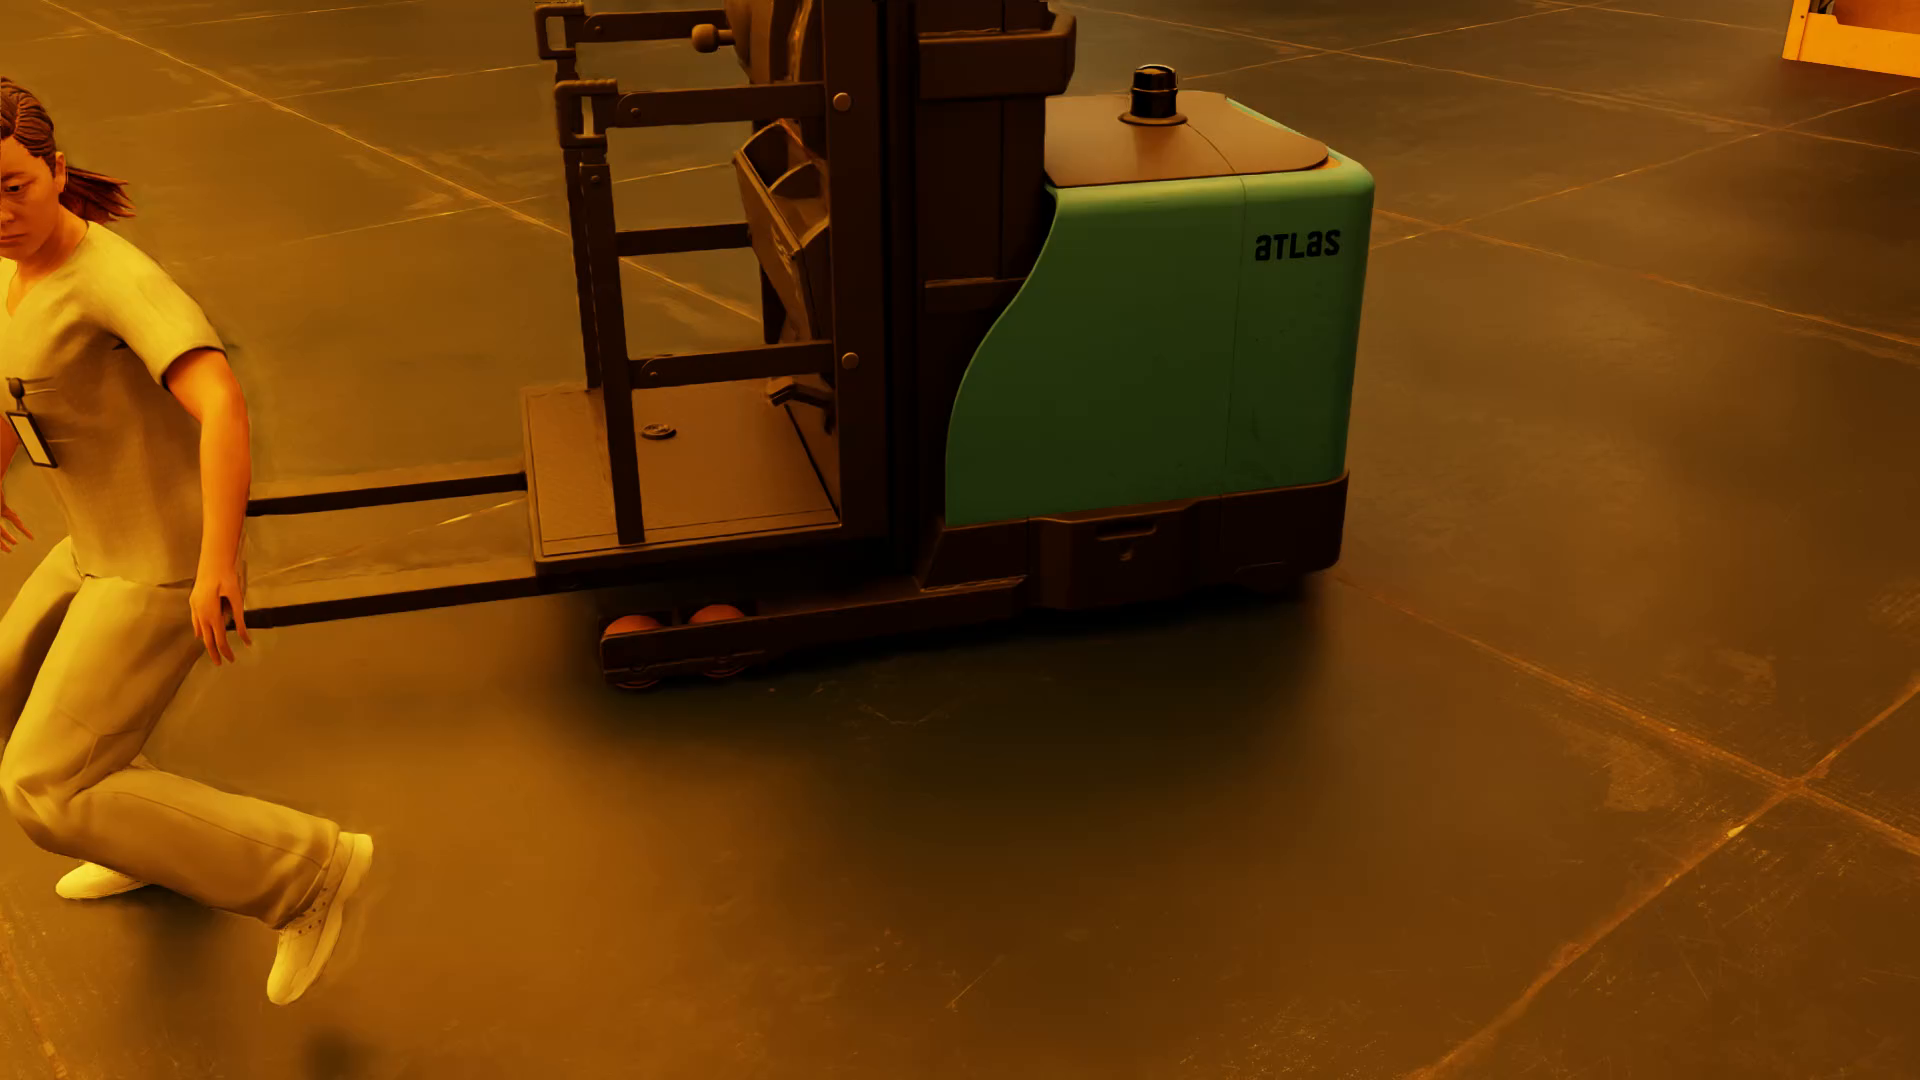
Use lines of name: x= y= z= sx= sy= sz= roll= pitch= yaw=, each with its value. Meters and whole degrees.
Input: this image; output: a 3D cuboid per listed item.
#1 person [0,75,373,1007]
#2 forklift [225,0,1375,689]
person: x=-1.405 y=0.035 z=2.745 sx=0.500 sy=1.538 sz=0.888 roll=-18 pitch=32 yaw=-32
forklift: x=-0.603 y=-1.231 z=3.685 sx=3.031 sy=2.935 sz=1.130 roll=-7 pitch=27 yaw=-14
